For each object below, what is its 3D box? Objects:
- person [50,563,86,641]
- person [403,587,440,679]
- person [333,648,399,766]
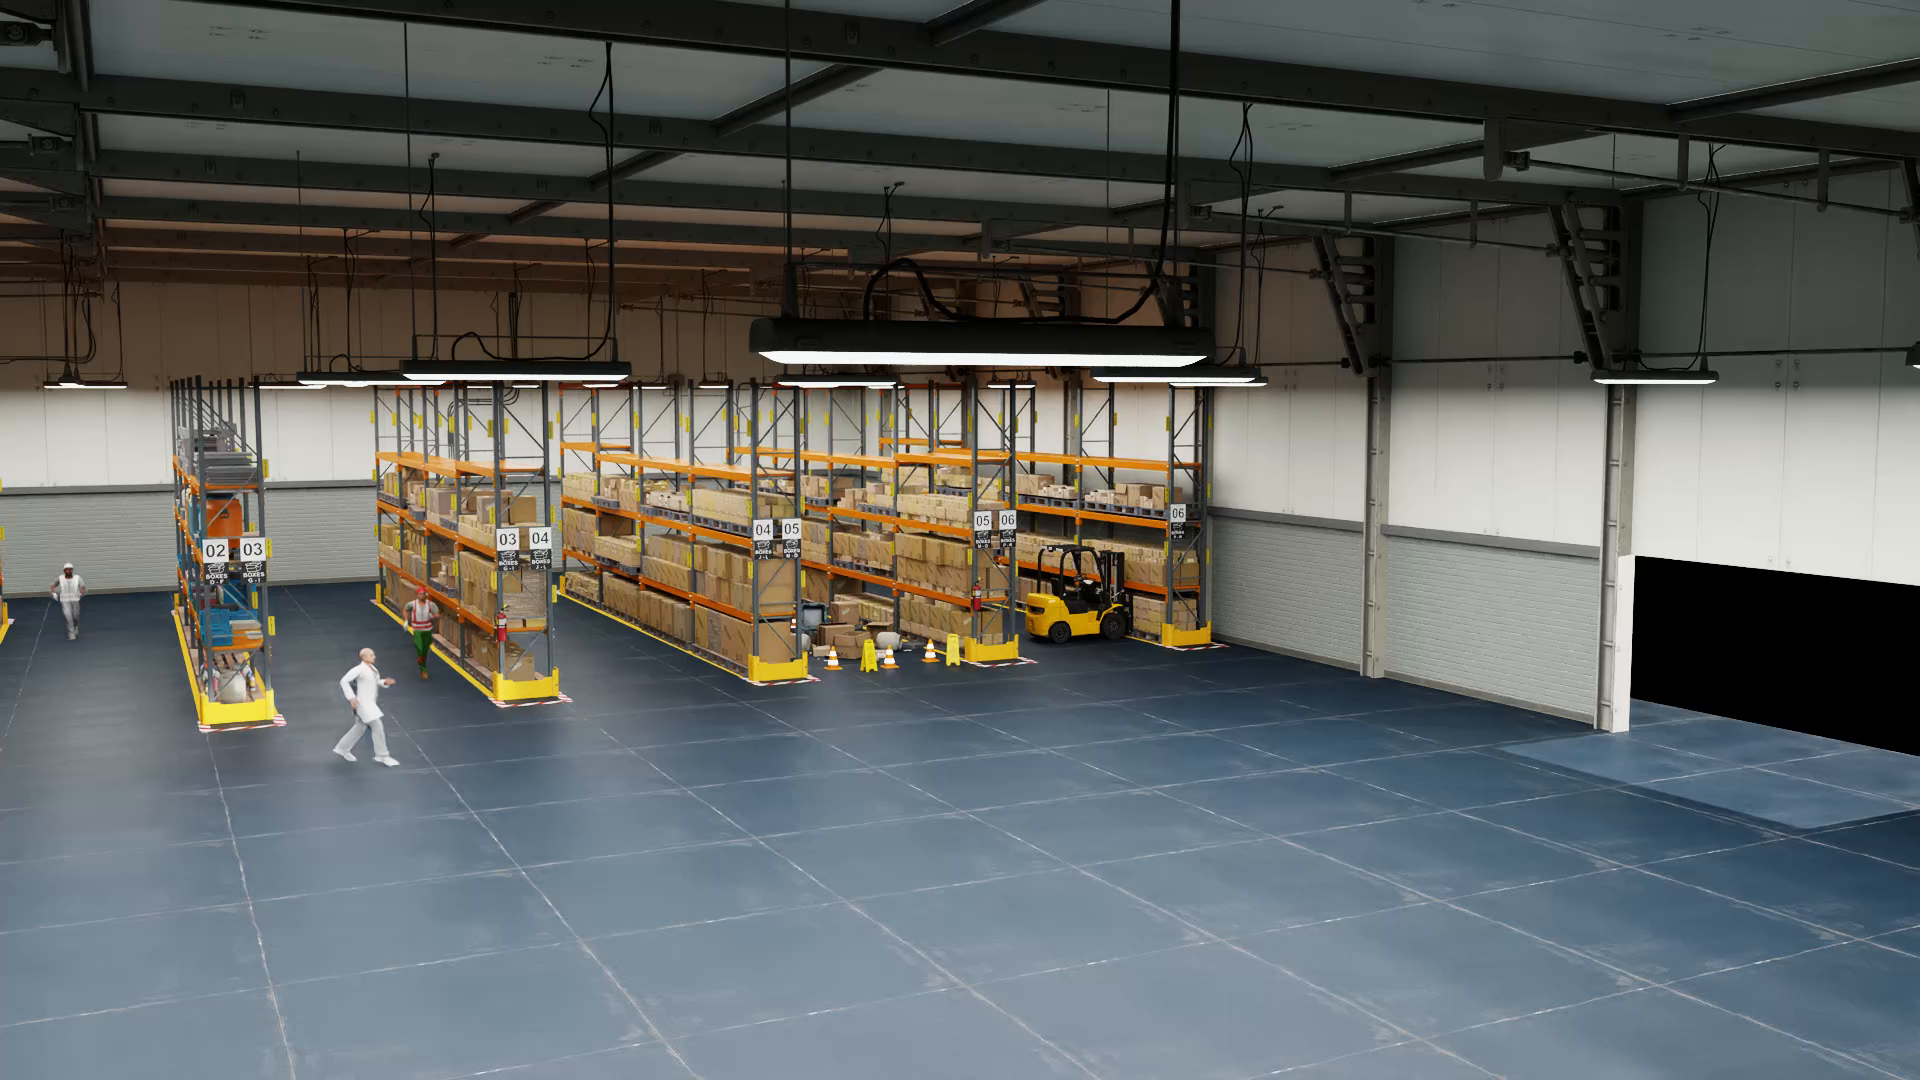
[{"bbox_3d":[-20.630,1.419,38.508,0.713,1.754,0.909,-3,6,-33],"label":"person"},{"bbox_3d":[-10.815,1.832,33.431,0.655,1.815,0.936,-3,6,-31],"label":"person"},{"bbox_3d":[-9.107,2.601,25.434,1.001,1.712,0.680,0,5,-4],"label":"person"}]
